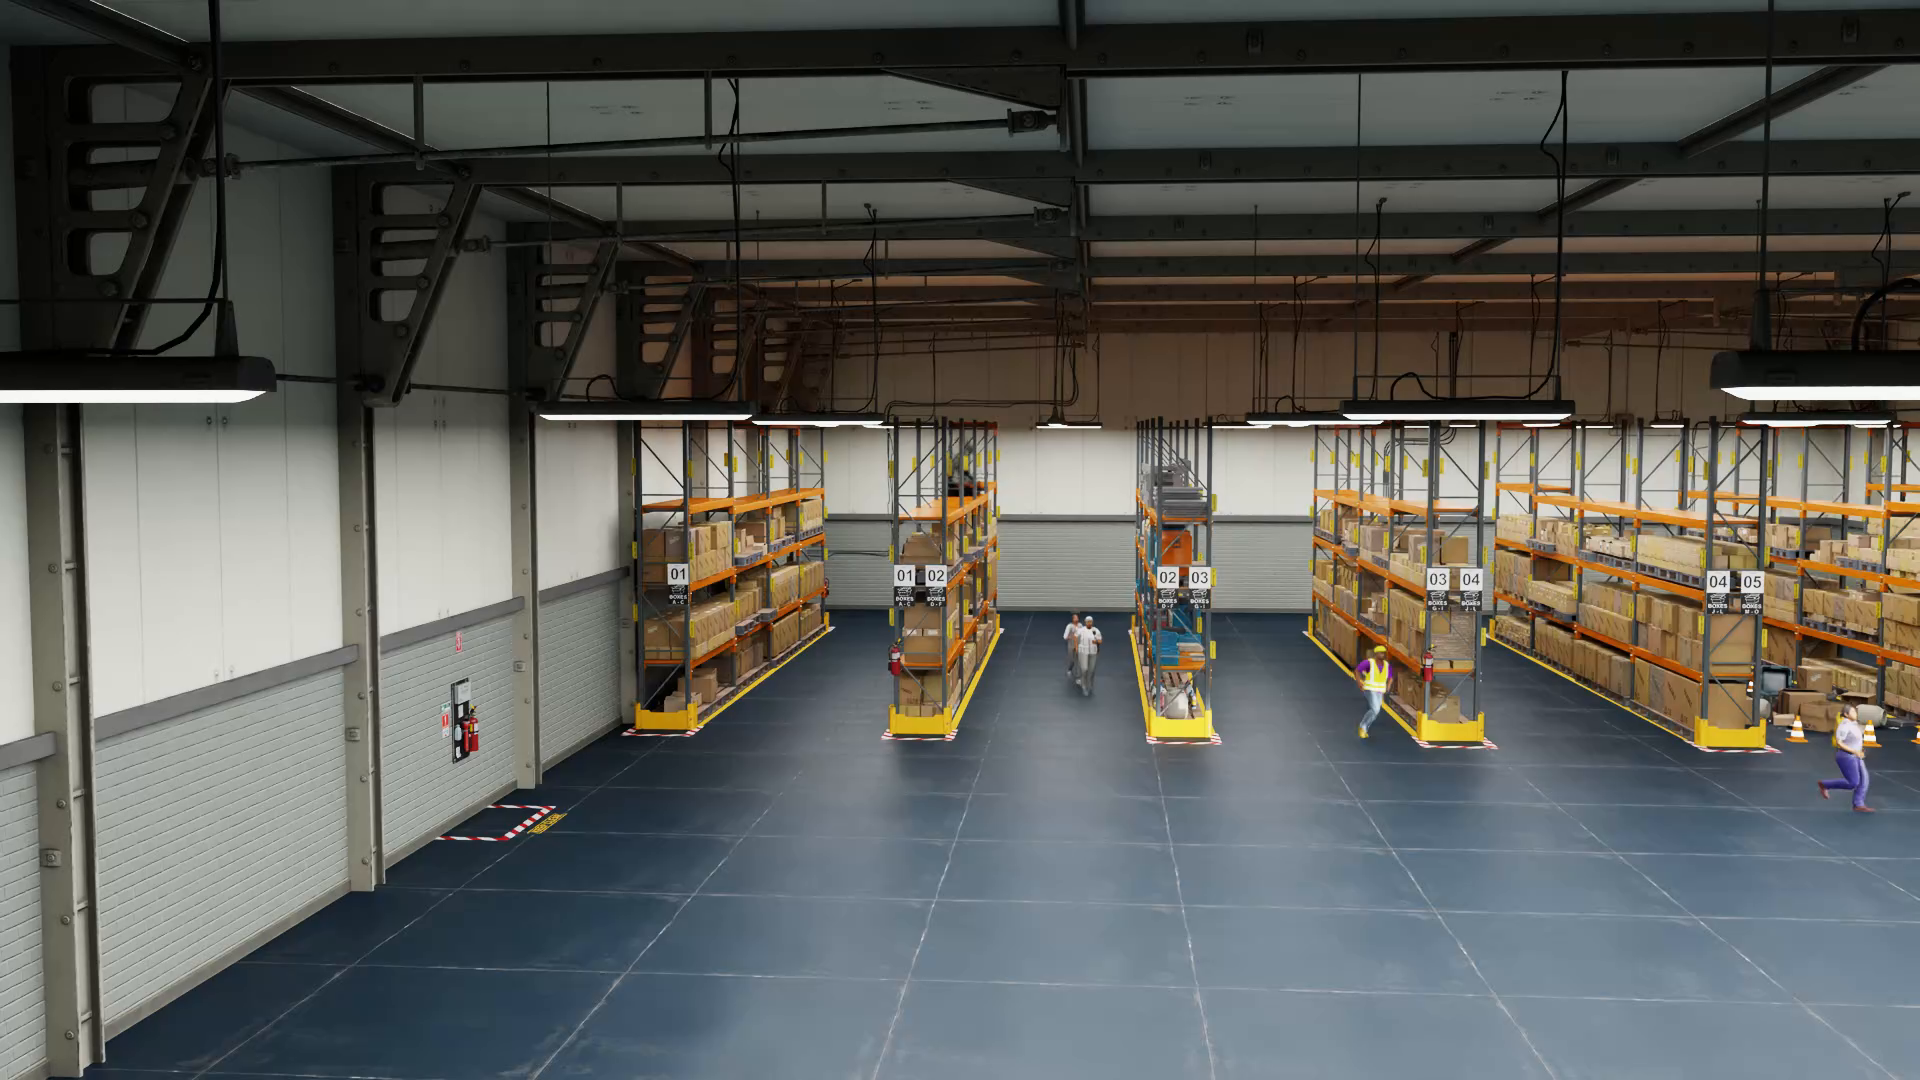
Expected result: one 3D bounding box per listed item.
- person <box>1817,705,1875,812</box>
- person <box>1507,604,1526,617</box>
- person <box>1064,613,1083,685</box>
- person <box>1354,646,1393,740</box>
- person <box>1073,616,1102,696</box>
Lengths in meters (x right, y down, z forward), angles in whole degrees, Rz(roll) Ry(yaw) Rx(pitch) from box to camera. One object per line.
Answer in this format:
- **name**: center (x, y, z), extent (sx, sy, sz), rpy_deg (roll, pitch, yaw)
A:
- **person**: center (13.425, 3.289, 25.123), extent (0.769, 1.603, 0.621), rpy_deg (3, 5, 41)
- **person**: center (15.829, 1.735, 47.448), extent (0.698, 1.741, 0.927), rpy_deg (-4, 5, -45)
- **person**: center (2.612, 2.447, 37.651), extent (0.541, 1.573, 0.867), rpy_deg (-1, 4, -10)
- **person**: center (7.762, 2.836, 31.010), extent (0.722, 1.737, 0.617), rpy_deg (-1, 4, -21)
- **person**: center (2.799, 2.520, 36.351), extent (0.574, 1.727, 0.765), rpy_deg (0, 4, -7)
